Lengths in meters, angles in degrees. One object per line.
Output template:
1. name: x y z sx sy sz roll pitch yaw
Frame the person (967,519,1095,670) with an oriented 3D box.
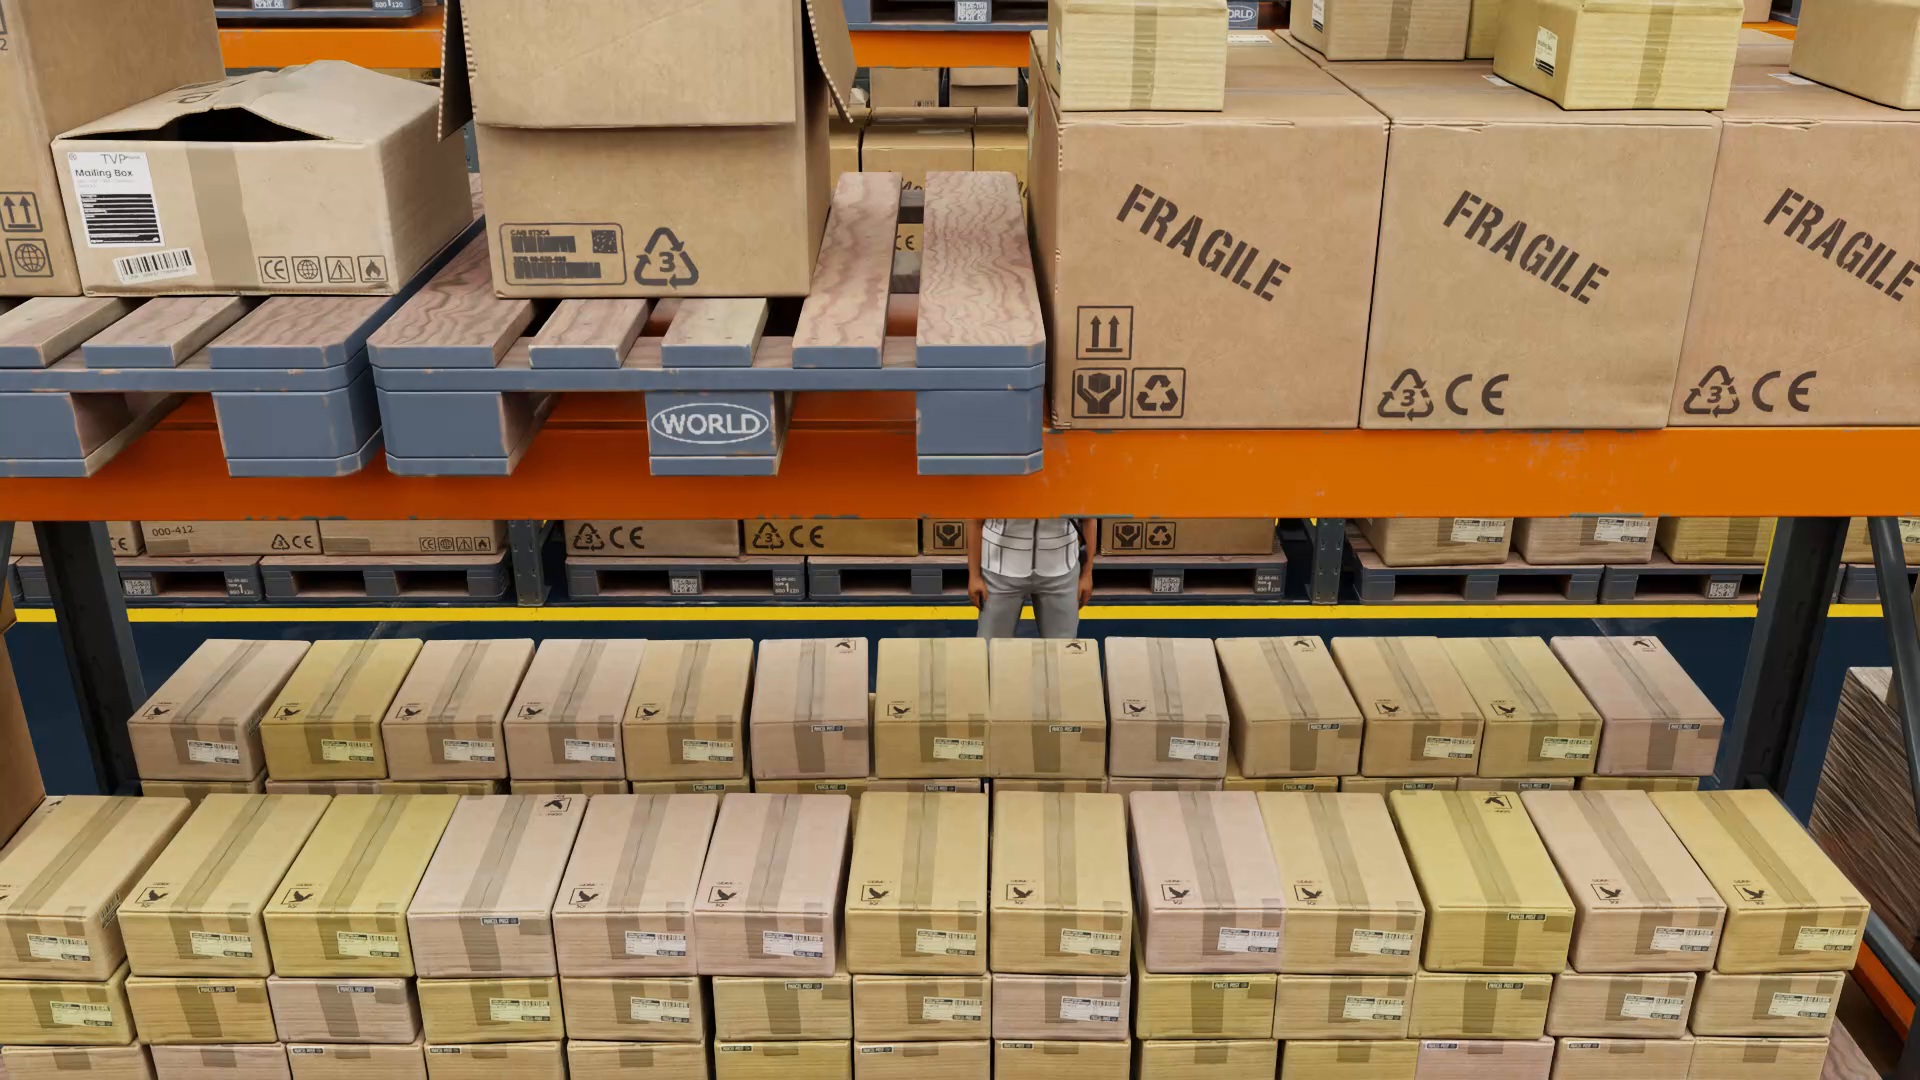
1. person: 0.278 0.158 6.746 0.549 1.664 0.470 -1 24 -3
